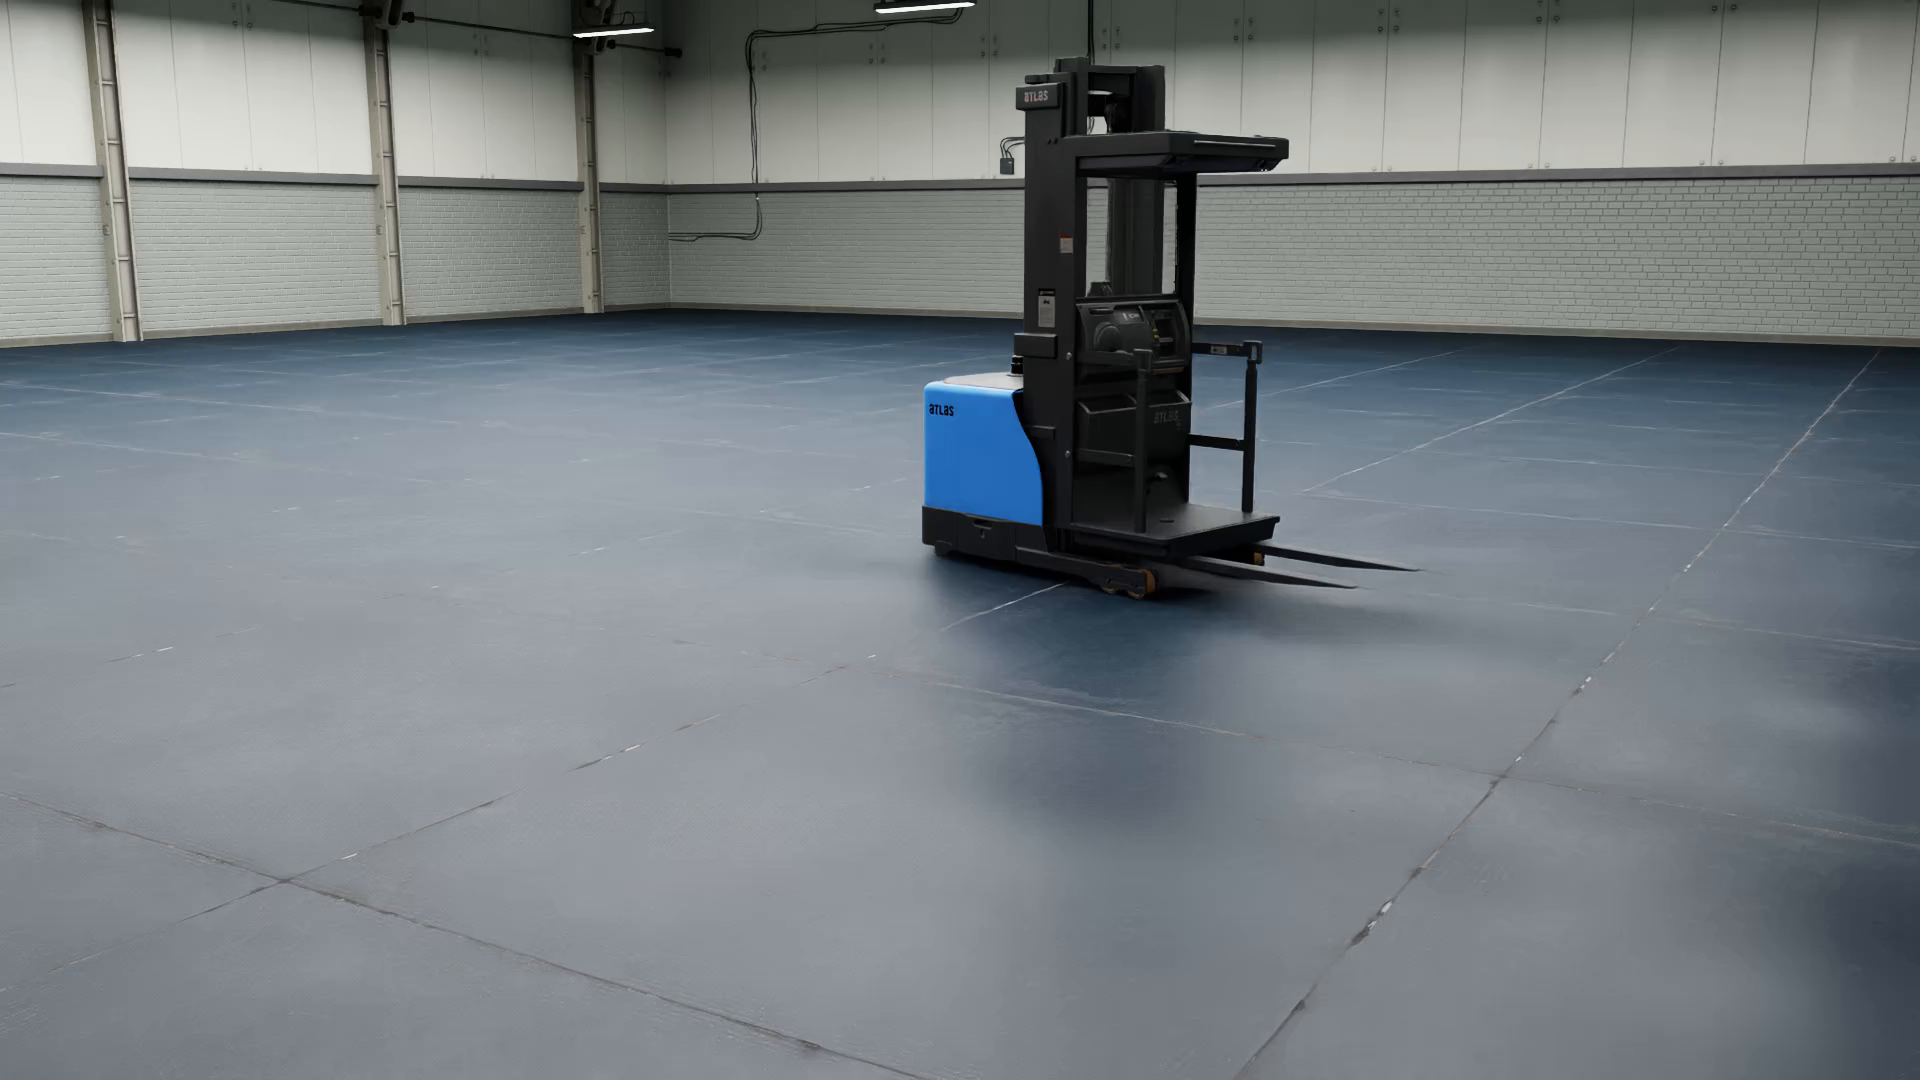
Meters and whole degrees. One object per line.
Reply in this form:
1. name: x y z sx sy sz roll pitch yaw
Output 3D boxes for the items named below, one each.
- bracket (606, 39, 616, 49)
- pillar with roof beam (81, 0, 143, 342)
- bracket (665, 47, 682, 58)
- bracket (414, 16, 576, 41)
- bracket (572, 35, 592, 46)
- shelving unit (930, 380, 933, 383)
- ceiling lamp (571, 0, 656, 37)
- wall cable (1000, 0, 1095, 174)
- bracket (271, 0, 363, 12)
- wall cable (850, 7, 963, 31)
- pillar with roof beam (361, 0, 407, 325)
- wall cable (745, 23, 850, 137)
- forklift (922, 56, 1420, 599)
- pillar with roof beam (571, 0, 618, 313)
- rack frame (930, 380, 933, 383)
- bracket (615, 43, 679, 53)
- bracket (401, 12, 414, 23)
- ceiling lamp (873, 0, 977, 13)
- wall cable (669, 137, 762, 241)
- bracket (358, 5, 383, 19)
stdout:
1. bracket: -8.352 -11.728 39.281 0.235 0.232 0.430 6 12 31
2. pillar with roof beam: -11.421 -7.629 27.167 9.100 9.000 0.400 6 12 31
3. bracket: -7.121 -12.101 41.271 0.235 0.232 0.430 6 12 31
4. bracket: -10.120 -11.193 36.419 0.076 0.066 4.783 6 12 31
5. bracket: -8.783 -11.598 38.583 0.235 0.232 0.430 6 12 31
6. shelving unit: -0.037 -0.511 10.747 0.215 1.050 0.252 7 13 34
7. ceiling lamp: -6.818 -11.736 33.237 2.000 3.185 0.800 6 12 31
8. wall cable: 1.895 -11.027 36.073 2.305 6.003 0.169 6 12 31
9. bracket: -13.235 -10.249 31.378 0.076 0.066 4.783 6 12 31
10. wall cable: -1.254 -12.903 37.687 3.097 2.526 0.112 6 12 31
11. pillar with roof beam: -8.306 -8.573 32.207 9.100 9.000 0.548 6 12 31
12. wall cable: -3.899 -10.963 39.685 3.097 2.526 0.112 6 12 31
13. forklift: 1.153 -1.224 9.443 1.130 2.935 3.031 -10 15 -43
14. pillar with roof beam: -5.191 -9.517 37.247 9.100 9.000 0.548 6 12 31
15. rack frame: -0.107 -0.493 10.648 0.200 1.050 0.008 7 13 34
16. bracket: -7.428 -12.008 40.775 0.076 0.066 3.189 6 12 31
17. bracket: -11.467 -10.785 34.240 0.235 0.232 0.430 6 12 31
18. ceiling lamp: -0.502 -11.030 29.466 2.000 3.185 0.800 6 12 31
19. wall cable: -6.211 -8.739 41.530 3.097 2.526 0.112 6 12 31
20. bracket: -11.898 -10.654 33.543 0.235 0.232 0.430 6 12 31
